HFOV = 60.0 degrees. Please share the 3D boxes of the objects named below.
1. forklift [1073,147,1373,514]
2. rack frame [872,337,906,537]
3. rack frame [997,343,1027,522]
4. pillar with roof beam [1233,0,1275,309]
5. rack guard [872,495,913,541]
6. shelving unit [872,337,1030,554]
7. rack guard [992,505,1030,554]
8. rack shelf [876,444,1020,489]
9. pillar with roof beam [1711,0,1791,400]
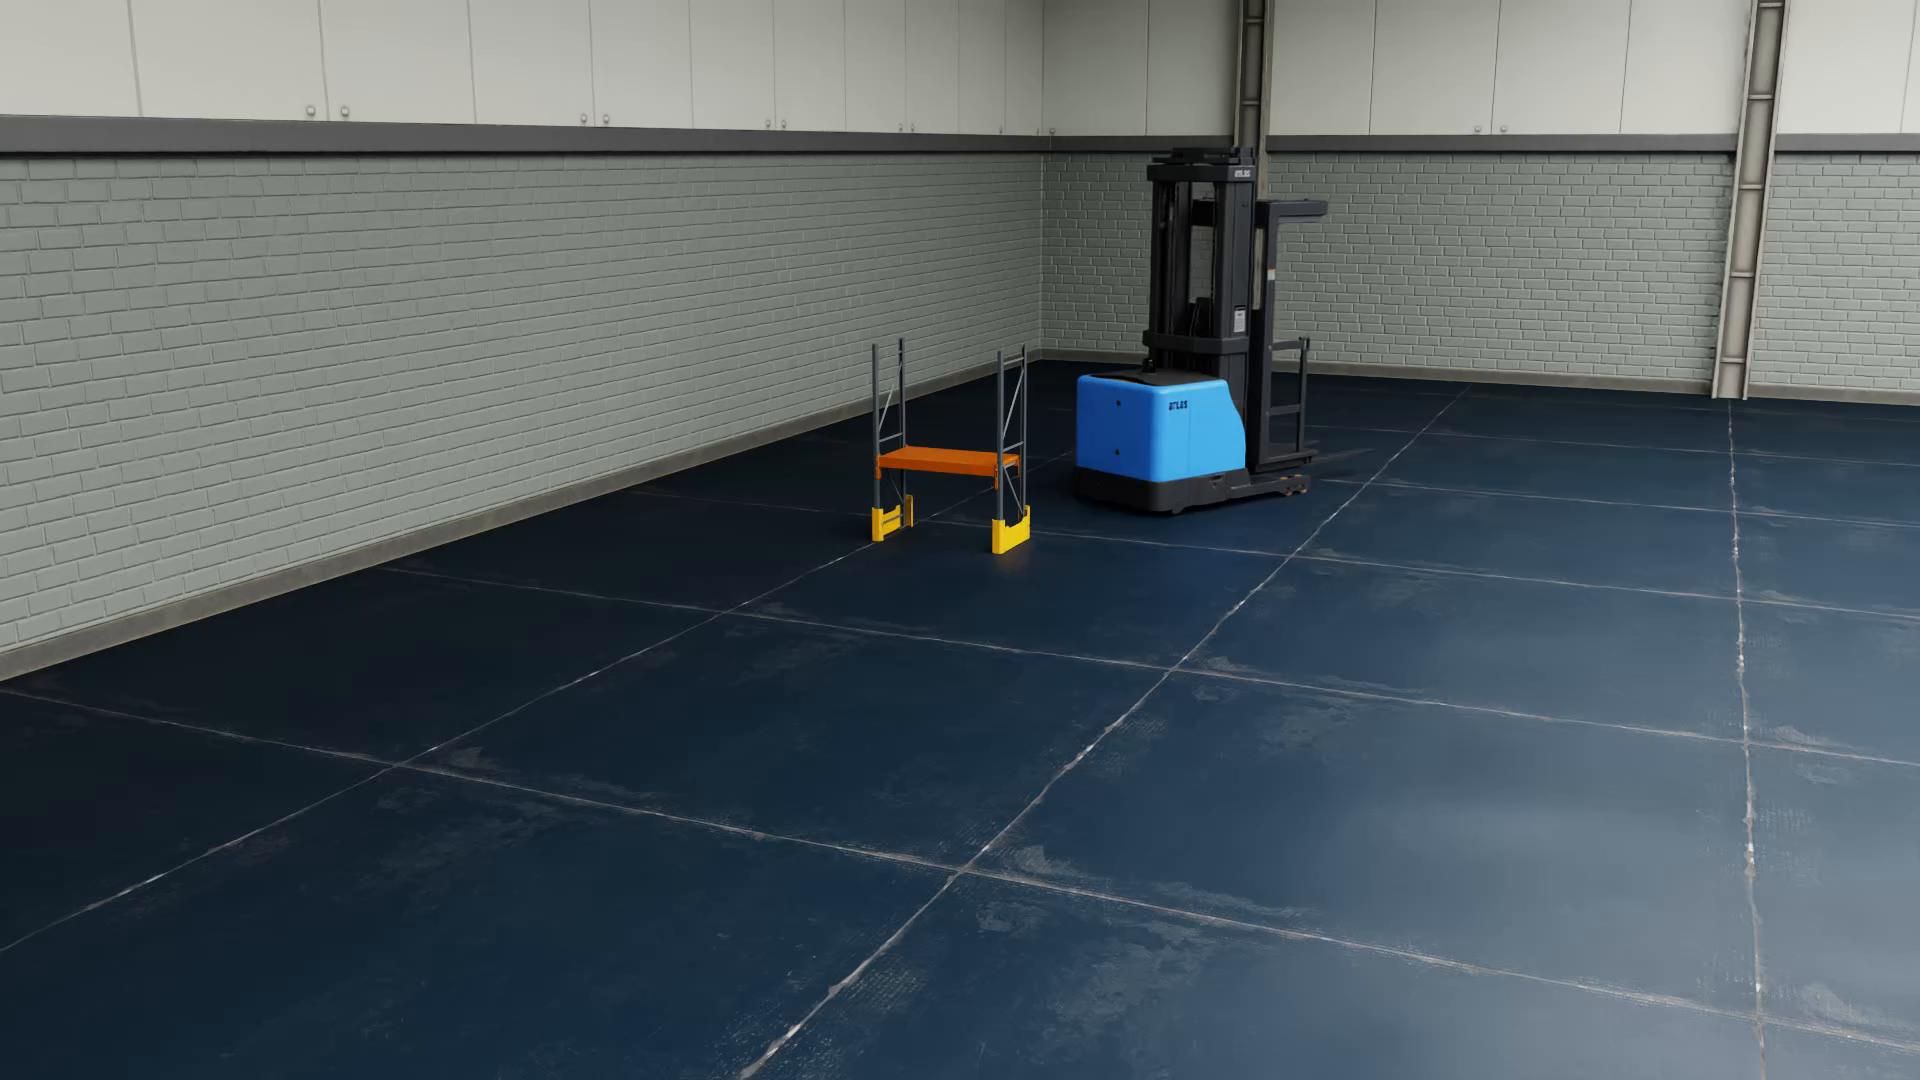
[{"bbox_3d":[2.427,-1.888,14.383,3.031,2.935,1.130,-10,17,-38],"label":"forklift"},{"bbox_3d":[-0.543,-0.785,12.818,0.032,1.500,0.500,6,14,23],"label":"rack frame"},{"bbox_3d":[0.387,-0.691,12.417,0.032,1.500,0.500,6,14,23],"label":"rack frame"},{"bbox_3d":[2.077,-5.767,17.631,0.400,9.000,9.100,6,14,23],"label":"pillar with roof beam"},{"bbox_3d":[-0.525,-0.175,12.953,0.087,0.250,0.587,6,14,23],"label":"rack guard"},{"bbox_3d":[-0.070,-0.737,12.614,1.083,1.500,0.587,6,14,23],"label":"shelving unit"},{"bbox_3d":[0.386,-0.083,12.560,0.087,0.250,0.587,6,14,23],"label":"rack guard"},{"bbox_3d":[-0.078,-0.563,12.658,1.000,0.185,0.538,6,14,23],"label":"rack shelf"},{"bbox_3d":[7.563,-5.211,15.265,0.400,9.000,9.100,6,14,23],"label":"pillar with roof beam"}]
